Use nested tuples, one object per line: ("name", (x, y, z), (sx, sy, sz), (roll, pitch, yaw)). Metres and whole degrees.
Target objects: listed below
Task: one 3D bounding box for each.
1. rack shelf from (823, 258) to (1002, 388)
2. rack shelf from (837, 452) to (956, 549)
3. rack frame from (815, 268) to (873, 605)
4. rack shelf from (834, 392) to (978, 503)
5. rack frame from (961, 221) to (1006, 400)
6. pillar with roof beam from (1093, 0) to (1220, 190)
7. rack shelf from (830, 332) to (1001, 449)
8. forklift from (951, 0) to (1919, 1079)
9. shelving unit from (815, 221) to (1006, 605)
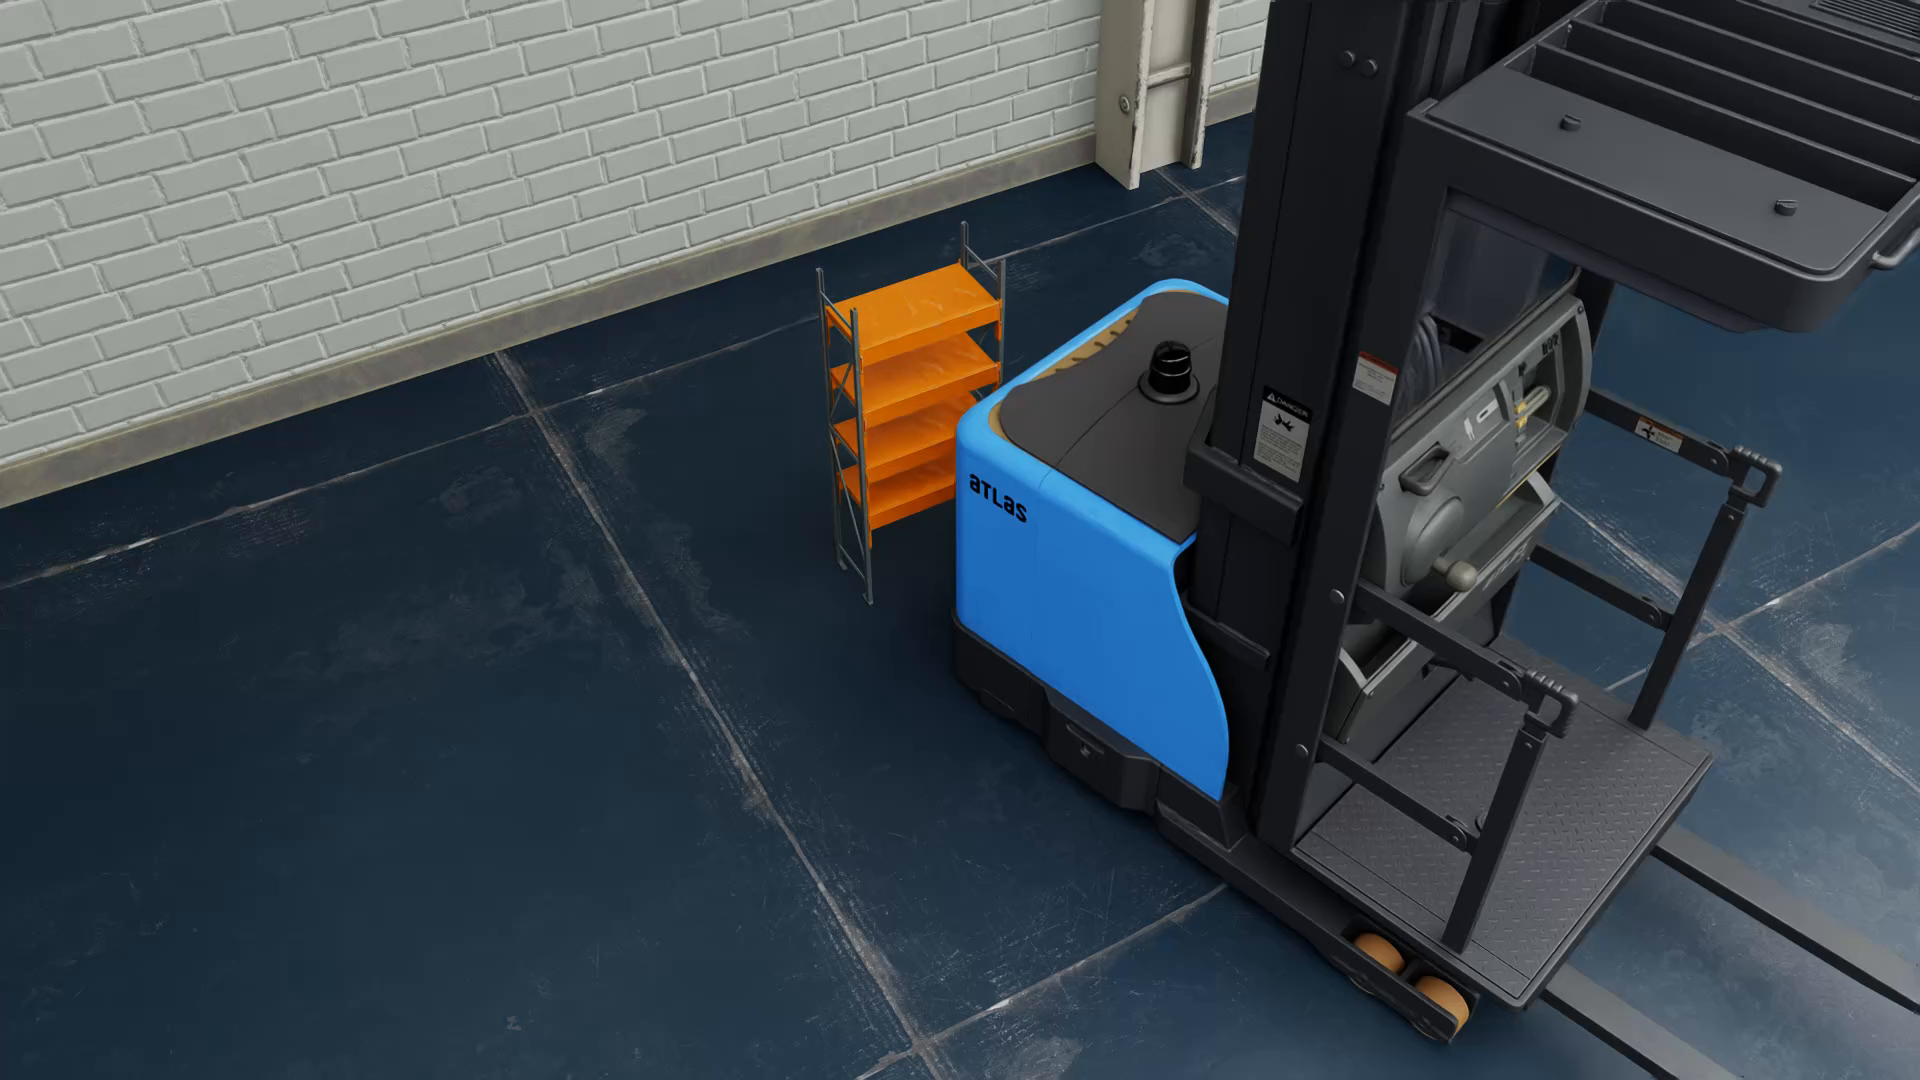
("rack shelf", (-0.144, -0.655, 4.999), (0.480, 0.148, 0.258), (-22, 48, -21))
("rack shelf", (-0.144, -0.182, 5.458), (0.480, 0.148, 0.258), (-22, 48, -21))
("rack frame", (-0.355, -0.288, 5.186), (0.015, 1.200, 0.240), (-22, 48, -21))
("rack shelf", (-0.144, -0.325, 5.320), (0.480, 0.148, 0.258), (-22, 48, -21))
("rack frame", (0.068, -0.458, 5.360), (0.015, 1.200, 0.240), (-22, 48, -21))
("pillar with roof beam", (2.986, -2.337, 1.697), (0.400, 9.000, 9.100), (-22, 48, -21))
("rack shelf", (-0.144, -0.485, 5.164), (0.480, 0.148, 0.258), (-22, 48, -21))
("forklift", (1.389, -0.152, 3.802), (3.031, 2.935, 1.130), (33, 53, 30))
("shelving unit", (-0.144, -0.373, 5.273), (0.503, 1.200, 0.258), (-22, 48, -21))
